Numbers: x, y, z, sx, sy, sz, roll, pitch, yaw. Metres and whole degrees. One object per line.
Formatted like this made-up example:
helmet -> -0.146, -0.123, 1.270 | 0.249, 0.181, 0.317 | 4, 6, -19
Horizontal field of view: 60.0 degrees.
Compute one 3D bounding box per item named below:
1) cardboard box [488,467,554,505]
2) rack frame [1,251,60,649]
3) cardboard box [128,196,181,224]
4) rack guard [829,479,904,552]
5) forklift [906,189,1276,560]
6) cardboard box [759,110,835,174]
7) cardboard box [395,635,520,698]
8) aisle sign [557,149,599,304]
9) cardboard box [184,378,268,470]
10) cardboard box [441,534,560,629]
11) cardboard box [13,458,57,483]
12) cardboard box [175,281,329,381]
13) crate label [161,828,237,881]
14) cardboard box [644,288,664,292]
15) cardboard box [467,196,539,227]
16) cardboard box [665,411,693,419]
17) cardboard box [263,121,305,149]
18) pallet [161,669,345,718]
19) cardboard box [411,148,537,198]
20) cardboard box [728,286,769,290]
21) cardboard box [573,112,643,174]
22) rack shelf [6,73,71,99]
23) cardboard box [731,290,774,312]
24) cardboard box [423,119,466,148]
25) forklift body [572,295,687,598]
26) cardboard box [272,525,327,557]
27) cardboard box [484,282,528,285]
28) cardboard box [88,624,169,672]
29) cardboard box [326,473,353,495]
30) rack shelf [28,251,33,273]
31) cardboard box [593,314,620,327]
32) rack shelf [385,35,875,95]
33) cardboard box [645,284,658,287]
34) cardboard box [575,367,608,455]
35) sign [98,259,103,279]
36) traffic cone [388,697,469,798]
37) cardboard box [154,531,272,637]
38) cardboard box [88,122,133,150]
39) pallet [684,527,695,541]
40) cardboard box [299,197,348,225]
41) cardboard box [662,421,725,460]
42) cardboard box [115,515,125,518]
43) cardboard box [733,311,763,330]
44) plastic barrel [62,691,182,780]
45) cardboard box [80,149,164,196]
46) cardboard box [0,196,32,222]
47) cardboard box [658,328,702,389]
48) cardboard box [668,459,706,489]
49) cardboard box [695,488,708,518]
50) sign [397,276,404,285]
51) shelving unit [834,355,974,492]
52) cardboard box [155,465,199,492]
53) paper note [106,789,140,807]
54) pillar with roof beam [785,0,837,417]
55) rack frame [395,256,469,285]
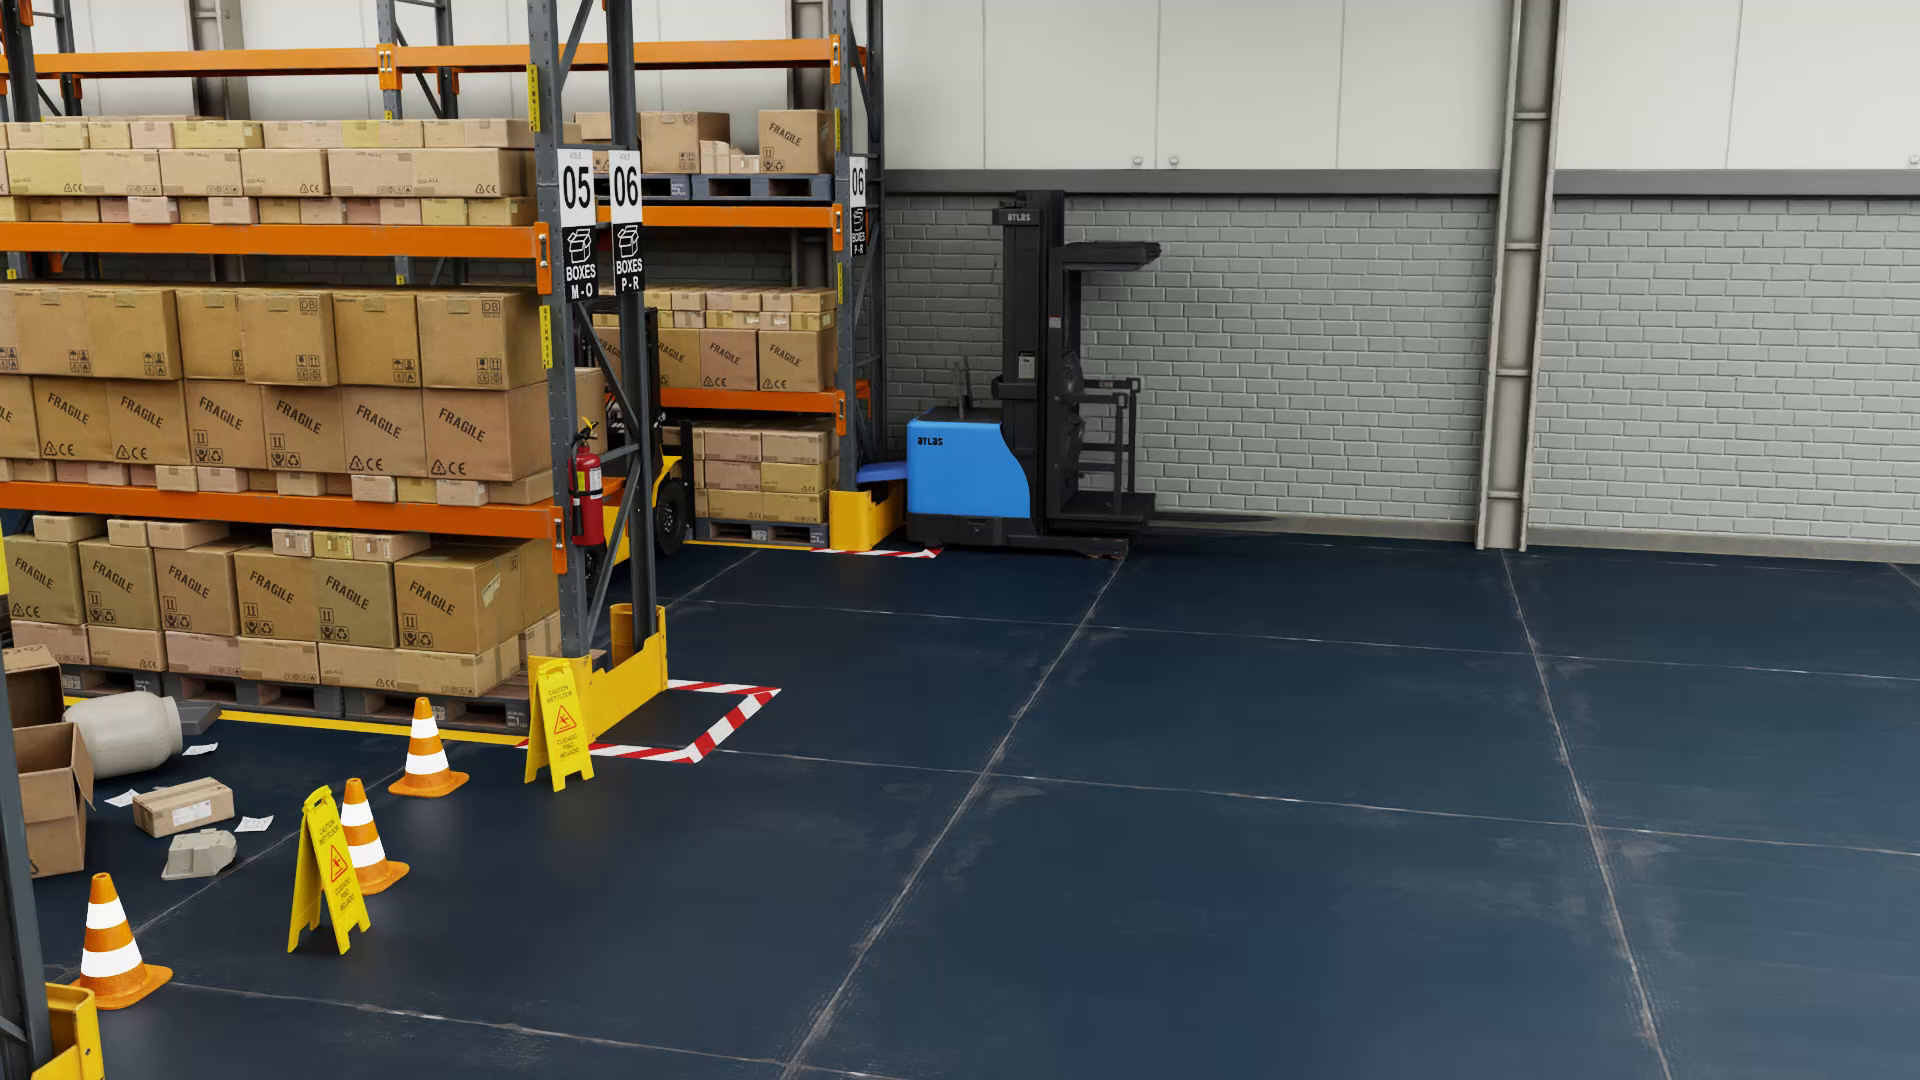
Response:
cardboard box -> -2.420, -0.306, 9.269 | 0.250, 0.149, 0.380 | 4, 13, 15
rack frame -> -5.890, -0.662, 10.293 | 0.127, 3.000, 1.000 | 3, 13, 14
cardboard box -> -4.415, -1.851, 9.305 | 0.250, 0.149, 0.380 | 3, 13, 12
rack guard -> -0.797, -0.277, 14.328 | 0.348, 0.500, 1.175 | 3, 13, 14
forklift -> 1.119, -1.395, 13.755 | 3.031, 2.935, 1.130 | 3, 13, 12
cardboard box -> -1.309, -3.237, 13.543 | 0.500, 0.500, 0.500 | 3, 13, 15
cardboard box -> -2.879, 0.696, 9.549 | 0.500, 0.250, 0.500 | 3, 13, 13
aisle sign -> -2.015, -1.659, 8.786 | 0.004, 0.787, 0.394 | 3, 13, 14
cardboard box -> -4.057, -0.703, 9.558 | 0.500, 0.500, 0.500 | 3, 13, 14
cardboard box -> -2.746, 0.216, 9.984 | 0.500, 0.500, 0.500 | 3, 13, 12
cardboard box -> -5.403, -0.453, 9.932 | 0.250, 0.149, 0.380 | 3, 13, 15
cardboard box -> -4.015, -1.205, 9.514 | 0.500, 0.500, 0.700 | 3, 13, 13
crate label -> -3.447, 1.415, 7.538 | 0.298, 0.136, 0.250 | -4, 13, -16
cardboard box -> -2.709, -2.062, 14.187 | 0.250, 0.149, 0.380 | 3, 13, 14
cardboard box -> -2.420, -1.756, 8.878 | 0.250, 0.149, 0.380 | 3, 13, 14
cardboard box -> -2.707, -0.995, 14.865 | 0.500, 0.250, 0.500 | 3, 13, 12
cardboard box -> -3.616, -2.229, 9.170 | 0.250, 0.149, 0.380 | 3, 13, 12
pallet -> -4.041, 0.790, 10.188 | 1.213, 0.211, 1.003 | 3, 13, 14
cardboard box -> -2.567, -1.961, 8.880 | 0.500, 0.250, 0.500 | 3, 13, 13
cardboard box -> -1.838, -2.119, 14.444 | 0.250, 0.149, 0.380 | 3, 13, 14
cardboard box -> -2.838, -3.351, 14.050 | 0.637, 0.503, 0.797 | 3, 13, 15
rack shelf -> -10.529, -4.400, 15.873 | 4.000, 0.370, 1.077 | 3, 13, 14
cardboard box -> -1.726, -1.998, 13.897 | 0.250, 0.149, 0.380 | 3, 13, 15
cardboard box -> -2.646, -2.162, 8.869 | 0.250, 0.149, 0.380 | 3, 13, 15
forklift body -> -3.099, -0.799, 12.869 | 1.214, 2.155, 2.313 | 3, 13, 14
cardboard box -> -3.718, -0.019, 9.545 | 0.250, 0.149, 0.380 | 4, 13, 16
cardboard box -> -4.088, -2.242, 14.999 | 0.250, 0.149, 0.380 | 3, 13, 12
cardboard box -> -4.860, 0.588, 10.037 | 0.500, 0.250, 0.500 | 4, 13, 17
cardboard box -> -3.409, -0.364, 9.528 | 0.250, 0.149, 0.380 | 3, 13, 14
rack shelf -> -7.831, -1.879, 10.513 | 4.000, 0.370, 1.077 | 3, 13, 14
cardboard box -> -2.961, -1.915, 14.213 | 0.250, 0.149, 0.380 | 3, 13, 12
rack shelf -> -2.762, -3.985, 14.002 | 4.000, 0.370, 1.077 | 3, 13, 14
cardboard box -> -2.848, -2.171, 14.678 | 0.250, 0.149, 0.380 | 3, 13, 15
cardboard box -> -2.400, -0.731, 9.688 | 0.500, 0.500, 0.500 | 3, 13, 13
sign -> -8.458, -2.596, 16.335 | 0.005, 0.325, 0.100 | 3, 13, 14
traffic cone -> -2.733, 1.033, 8.510 | 0.334, 0.463, 0.336 | 3, 13, 14
cardboard box -> -4.356, 0.249, 9.833 | 0.500, 0.500, 0.500 | 4, 13, 16
cardboard box -> -4.647, -2.264, 9.325 | 0.250, 0.149, 0.380 | 3, 13, 12
pallet -> -2.754, -0.232, 14.791 | 1.213, 0.211, 1.003 | 3, 13, 14
cardboard box -> -3.402, -1.813, 9.135 | 0.250, 0.149, 0.380 | 3, 13, 13
cardboard box -> -2.332, -0.857, 14.241 | 0.500, 0.250, 0.500 | 3, 13, 14
cardboard box -> -5.251, 0.083, 10.580 | 0.500, 0.500, 0.500 | 3, 13, 13
cardboard box -> -1.717, -1.856, 13.947 | 0.250, 0.149, 0.380 | 3, 13, 15
plastic barrel -> -4.374, 1.014, 8.684 | 0.512, 0.421, 0.421 | -9, 15, -35
cardboard box -> -4.542, -2.065, 9.348 | 0.500, 0.250, 0.500 | 3, 13, 14
cardboard box -> -5.405, -1.910, 9.573 | 0.250, 0.149, 0.380 | 3, 13, 14
cardboard box -> -2.360, -1.573, 14.168 | 0.500, 0.500, 0.500 | 3, 13, 12
cardboard box -> -2.359, -0.615, 14.307 | 0.500, 0.250, 0.500 | 3, 13, 12
cardboard box -> -2.316, -0.375, 14.376 | 0.500, 0.250, 0.500 | 3, 13, 14
sign -> -4.825, -2.118, 14.365 | 0.005, 0.325, 0.100 | 3, 13, 14
shelving unit -> -0.407, -0.742, 14.078 | 1.048, 1.500, 0.538 | -4, 11, 11
cardboard box -> -4.421, -0.387, 9.634 | 0.250, 0.149, 0.380 | 3, 13, 14
paper note -> -4.190, 1.294, 8.355 | 0.142, 0.019, 0.148 | 8, 15, 33
pillar with roof beam -> -2.312, -3.748, 10.350 | 0.400, 9.000, 9.100 | 3, 13, 14
rack frame -> -4.704, -1.706, 14.998 | 0.127, 3.000, 1.000 | 3, 13, 14
